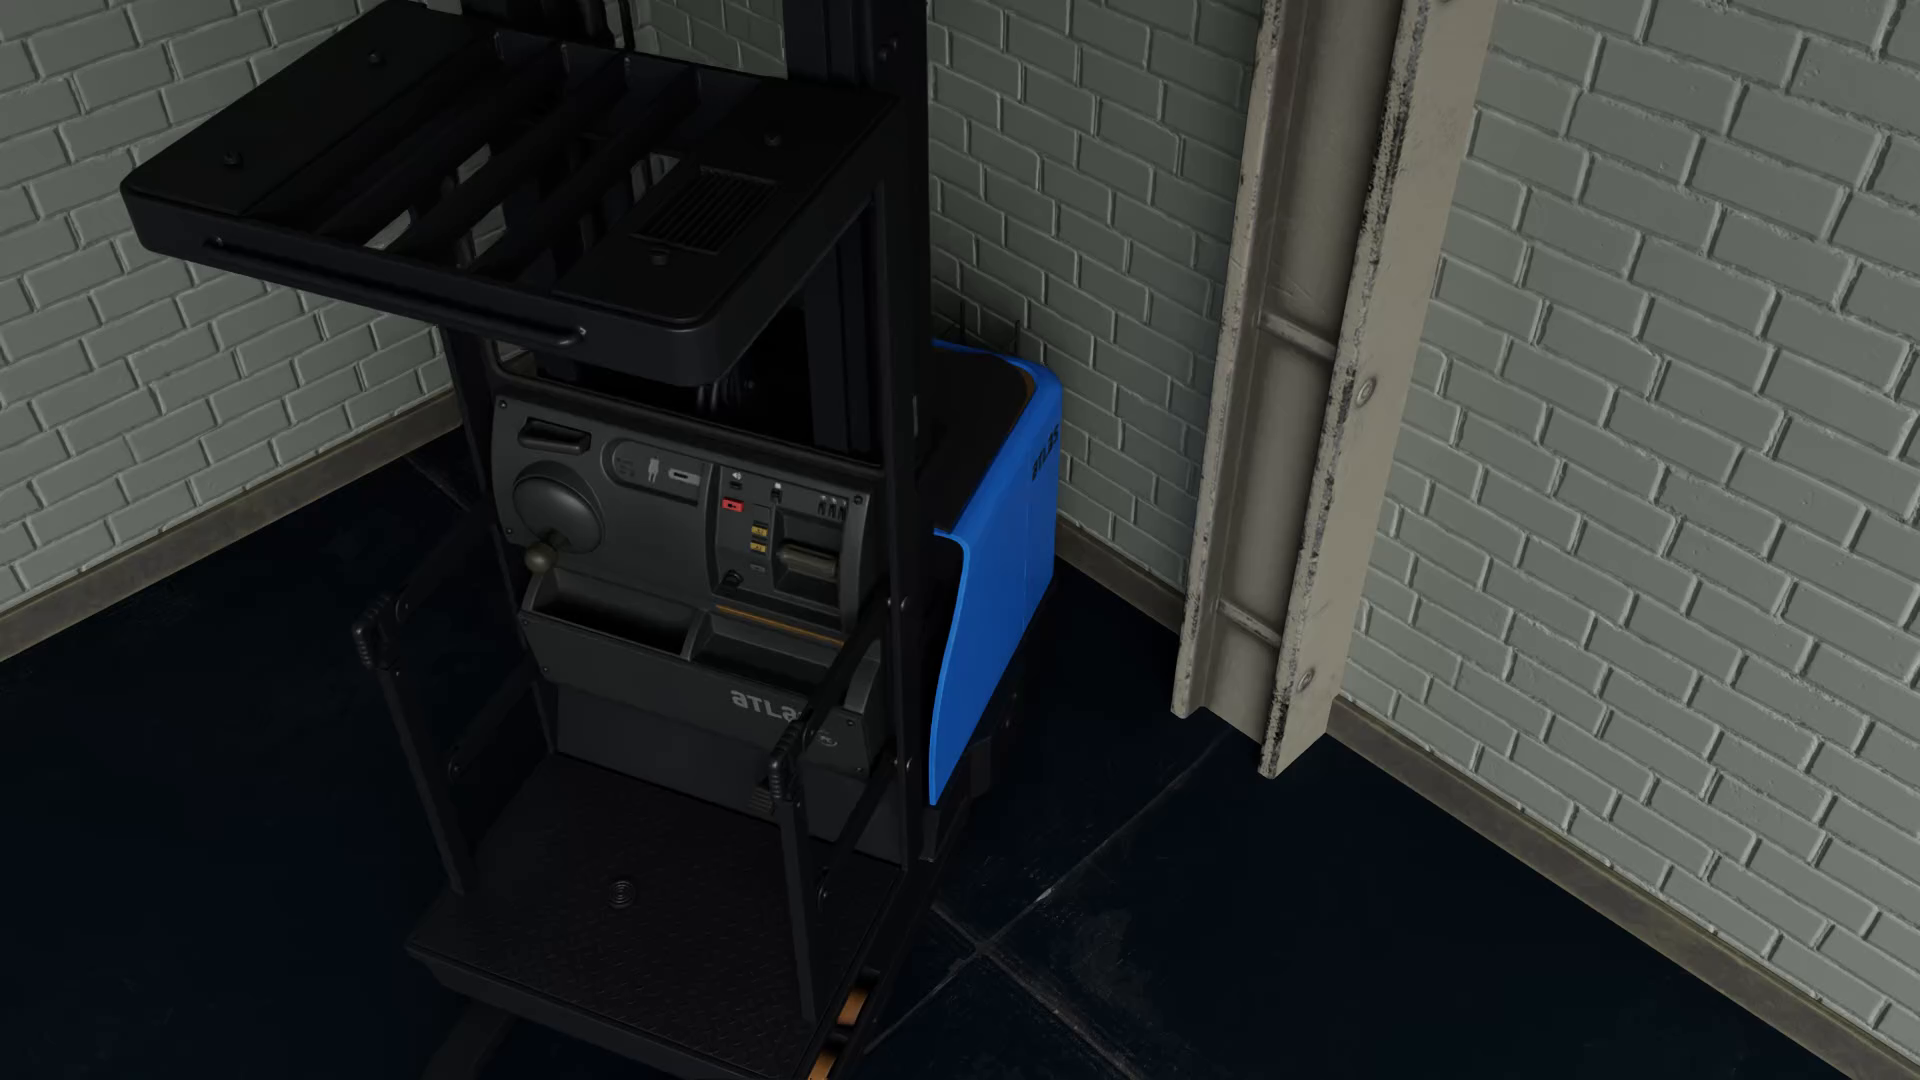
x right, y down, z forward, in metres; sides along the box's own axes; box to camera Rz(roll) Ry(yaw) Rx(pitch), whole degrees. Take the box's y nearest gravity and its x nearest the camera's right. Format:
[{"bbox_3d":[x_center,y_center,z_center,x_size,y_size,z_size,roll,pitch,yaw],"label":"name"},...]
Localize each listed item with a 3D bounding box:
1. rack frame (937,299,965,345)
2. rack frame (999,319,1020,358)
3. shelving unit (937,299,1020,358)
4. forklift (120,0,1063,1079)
[{"bbox_3d":[-0.051,-0.361,5.478,0.006,0.900,0.240,24,48,23],"label":"rack frame"},{"bbox_3d":[0.120,-0.287,5.397,0.006,0.900,0.240,24,48,23],"label":"rack frame"},{"bbox_3d":[0.034,-0.324,5.437,0.210,0.900,0.258,24,48,23],"label":"shelving unit"},{"bbox_3d":[-0.711,0.031,3.557,1.130,2.935,3.031,15,45,16],"label":"forklift"}]
